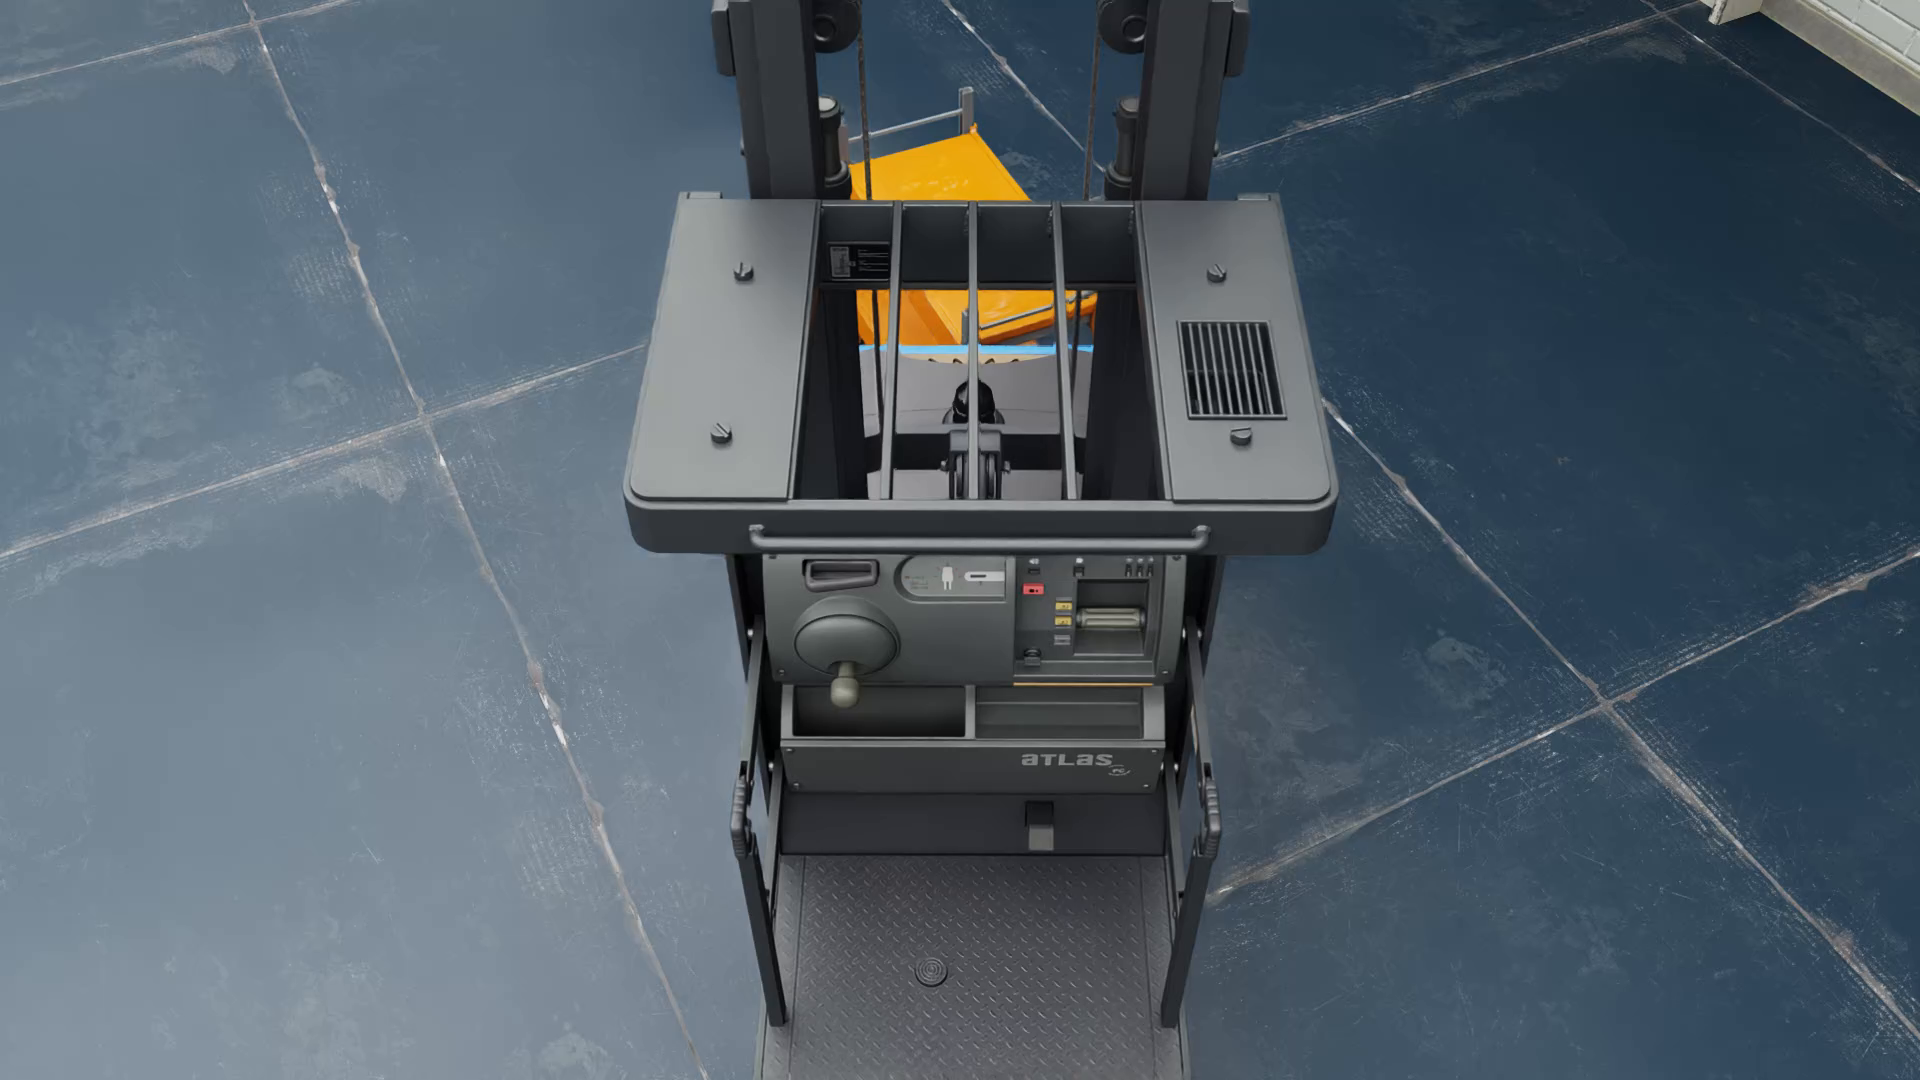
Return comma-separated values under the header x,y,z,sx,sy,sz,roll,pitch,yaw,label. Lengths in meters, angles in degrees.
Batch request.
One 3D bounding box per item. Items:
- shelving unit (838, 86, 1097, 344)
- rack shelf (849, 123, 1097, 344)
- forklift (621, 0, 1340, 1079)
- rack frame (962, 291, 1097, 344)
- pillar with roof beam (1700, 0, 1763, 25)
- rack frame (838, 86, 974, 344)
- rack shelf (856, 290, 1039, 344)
x,y,z,sx,sy,sz,roll,pitch,yaw,label
0.026,-0.719,5.631,0.538,1.125,1.048,-19,52,-16,shelving unit
0.026,-0.912,5.411,0.538,0.278,1.000,-19,52,-16,rack shelf
0.033,0.281,3.557,1.130,2.935,3.031,0,49,0,forklift
0.238,-0.371,5.327,0.500,1.125,0.032,-19,52,-16,rack frame
-0.196,-4.107,3.364,9.100,9.000,0.400,-21,52,-18,pillar with roof beam
-0.185,-1.067,5.936,0.500,1.125,0.032,-19,52,-16,rack frame
0.026,-0.558,5.816,0.538,0.278,1.000,-19,52,-16,rack shelf
